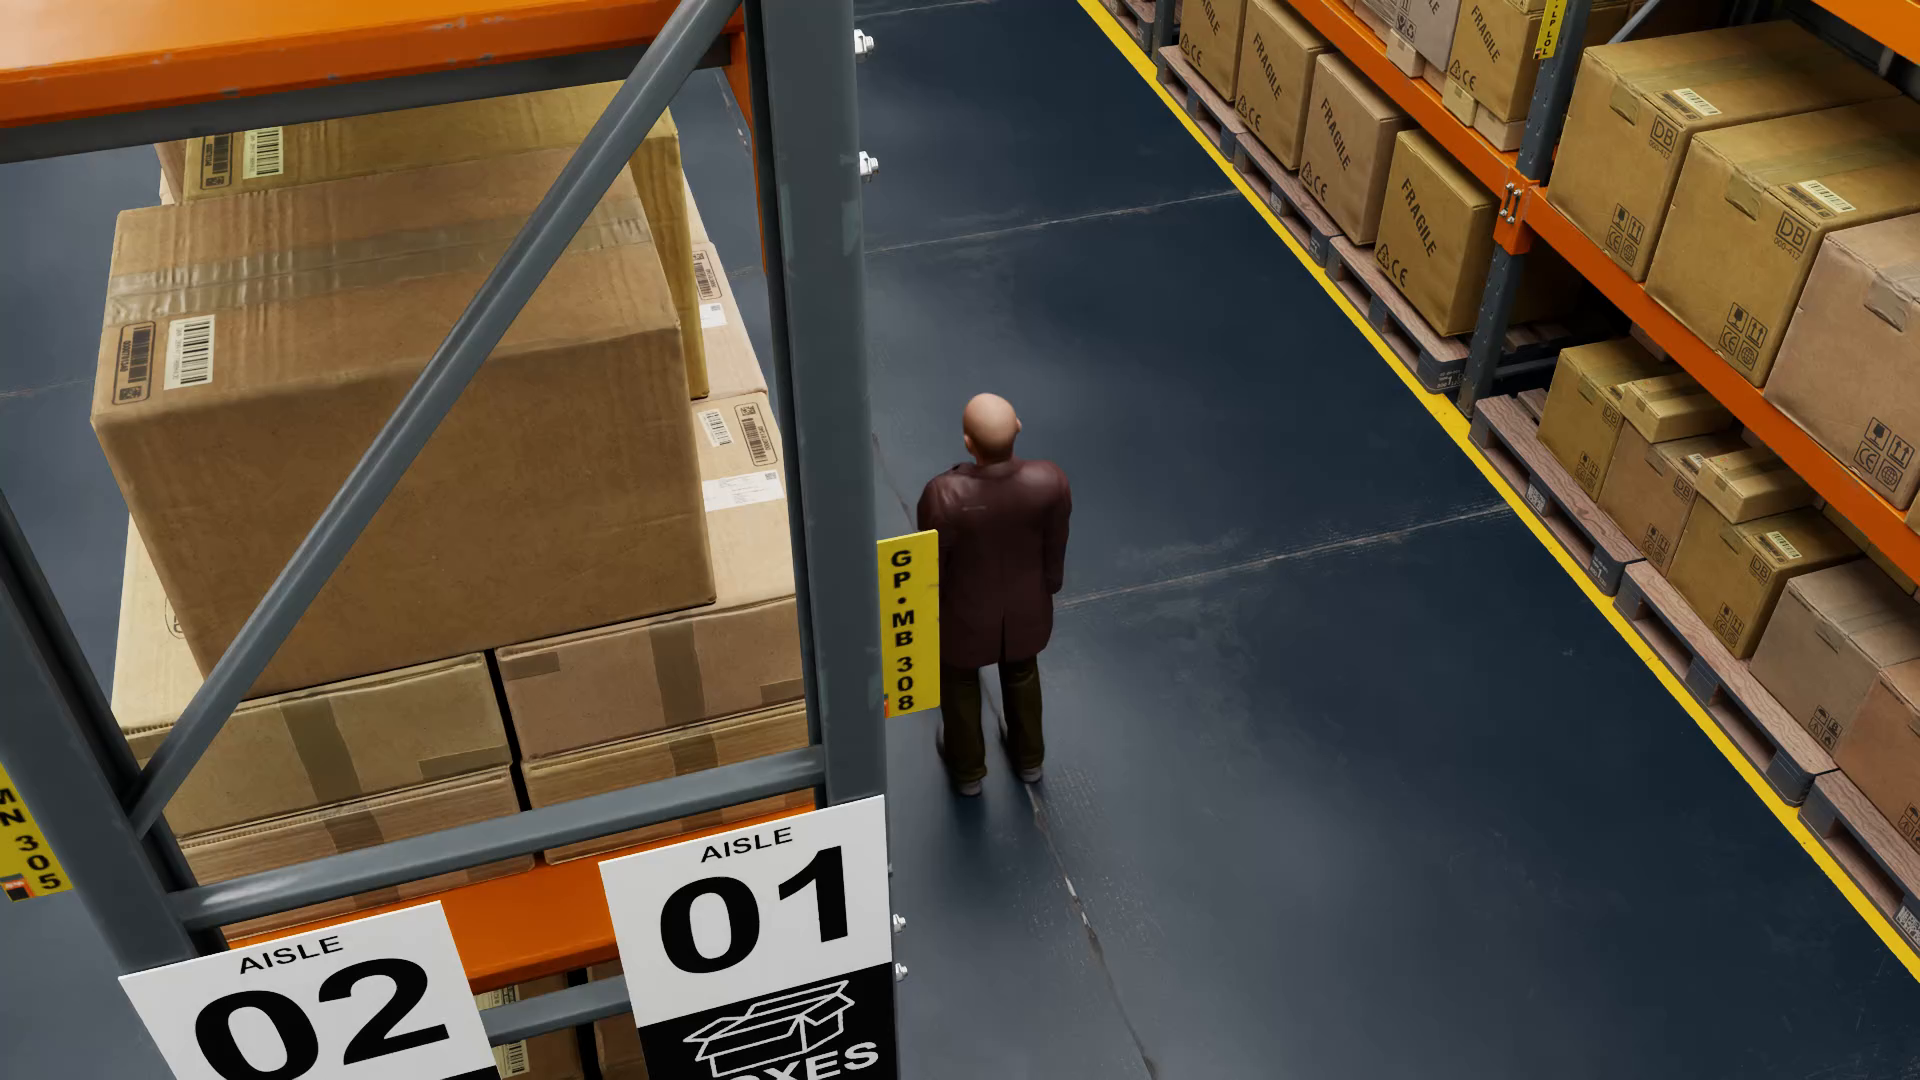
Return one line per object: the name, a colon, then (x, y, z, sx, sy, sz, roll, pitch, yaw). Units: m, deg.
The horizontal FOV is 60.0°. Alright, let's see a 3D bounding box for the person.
person: (0.090, 0.194, 5.956, 0.562, 1.774, 0.378, -11, 43, -12)
